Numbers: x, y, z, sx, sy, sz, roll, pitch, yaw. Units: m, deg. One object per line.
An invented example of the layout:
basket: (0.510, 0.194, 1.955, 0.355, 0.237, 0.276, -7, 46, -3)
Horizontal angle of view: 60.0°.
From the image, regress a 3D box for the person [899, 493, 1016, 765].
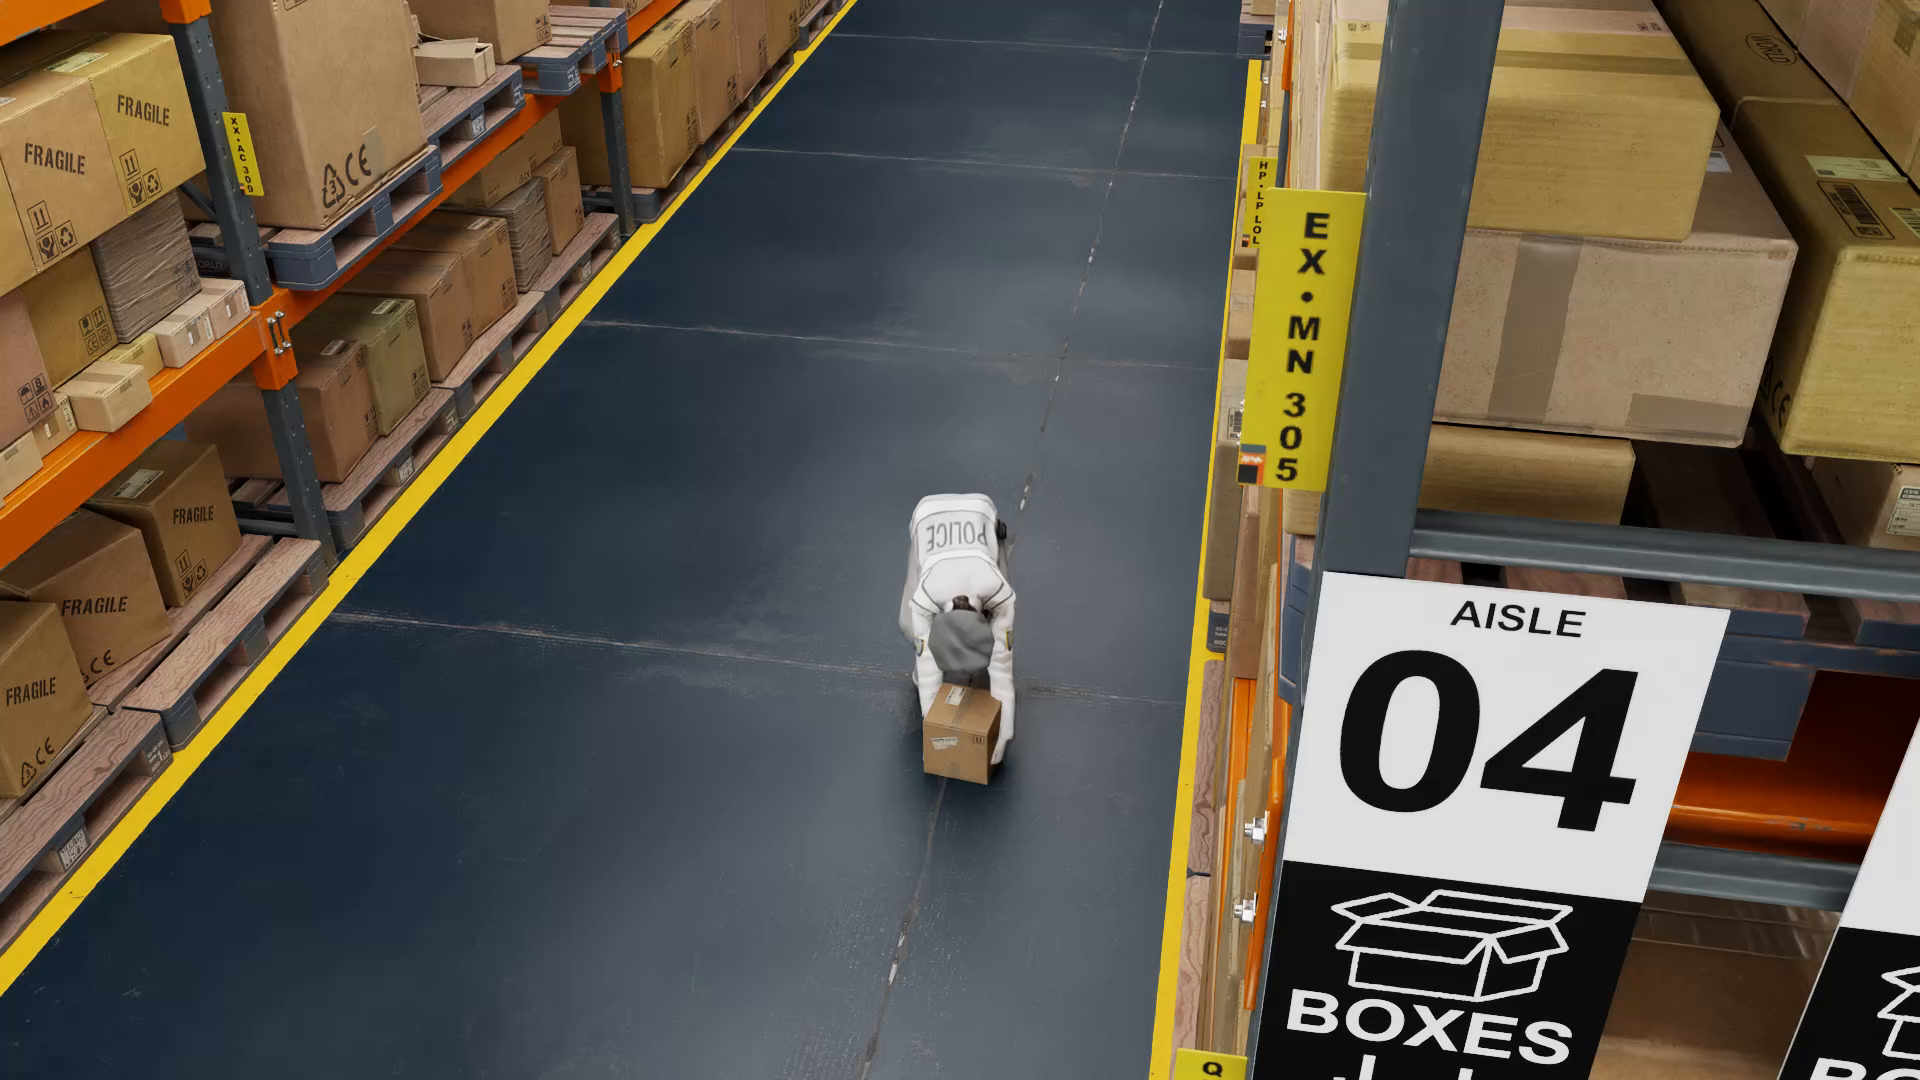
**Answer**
person: (-0.013, 0.339, 6.477, 0.452, 0.818, 0.950, 0, 33, 1)
